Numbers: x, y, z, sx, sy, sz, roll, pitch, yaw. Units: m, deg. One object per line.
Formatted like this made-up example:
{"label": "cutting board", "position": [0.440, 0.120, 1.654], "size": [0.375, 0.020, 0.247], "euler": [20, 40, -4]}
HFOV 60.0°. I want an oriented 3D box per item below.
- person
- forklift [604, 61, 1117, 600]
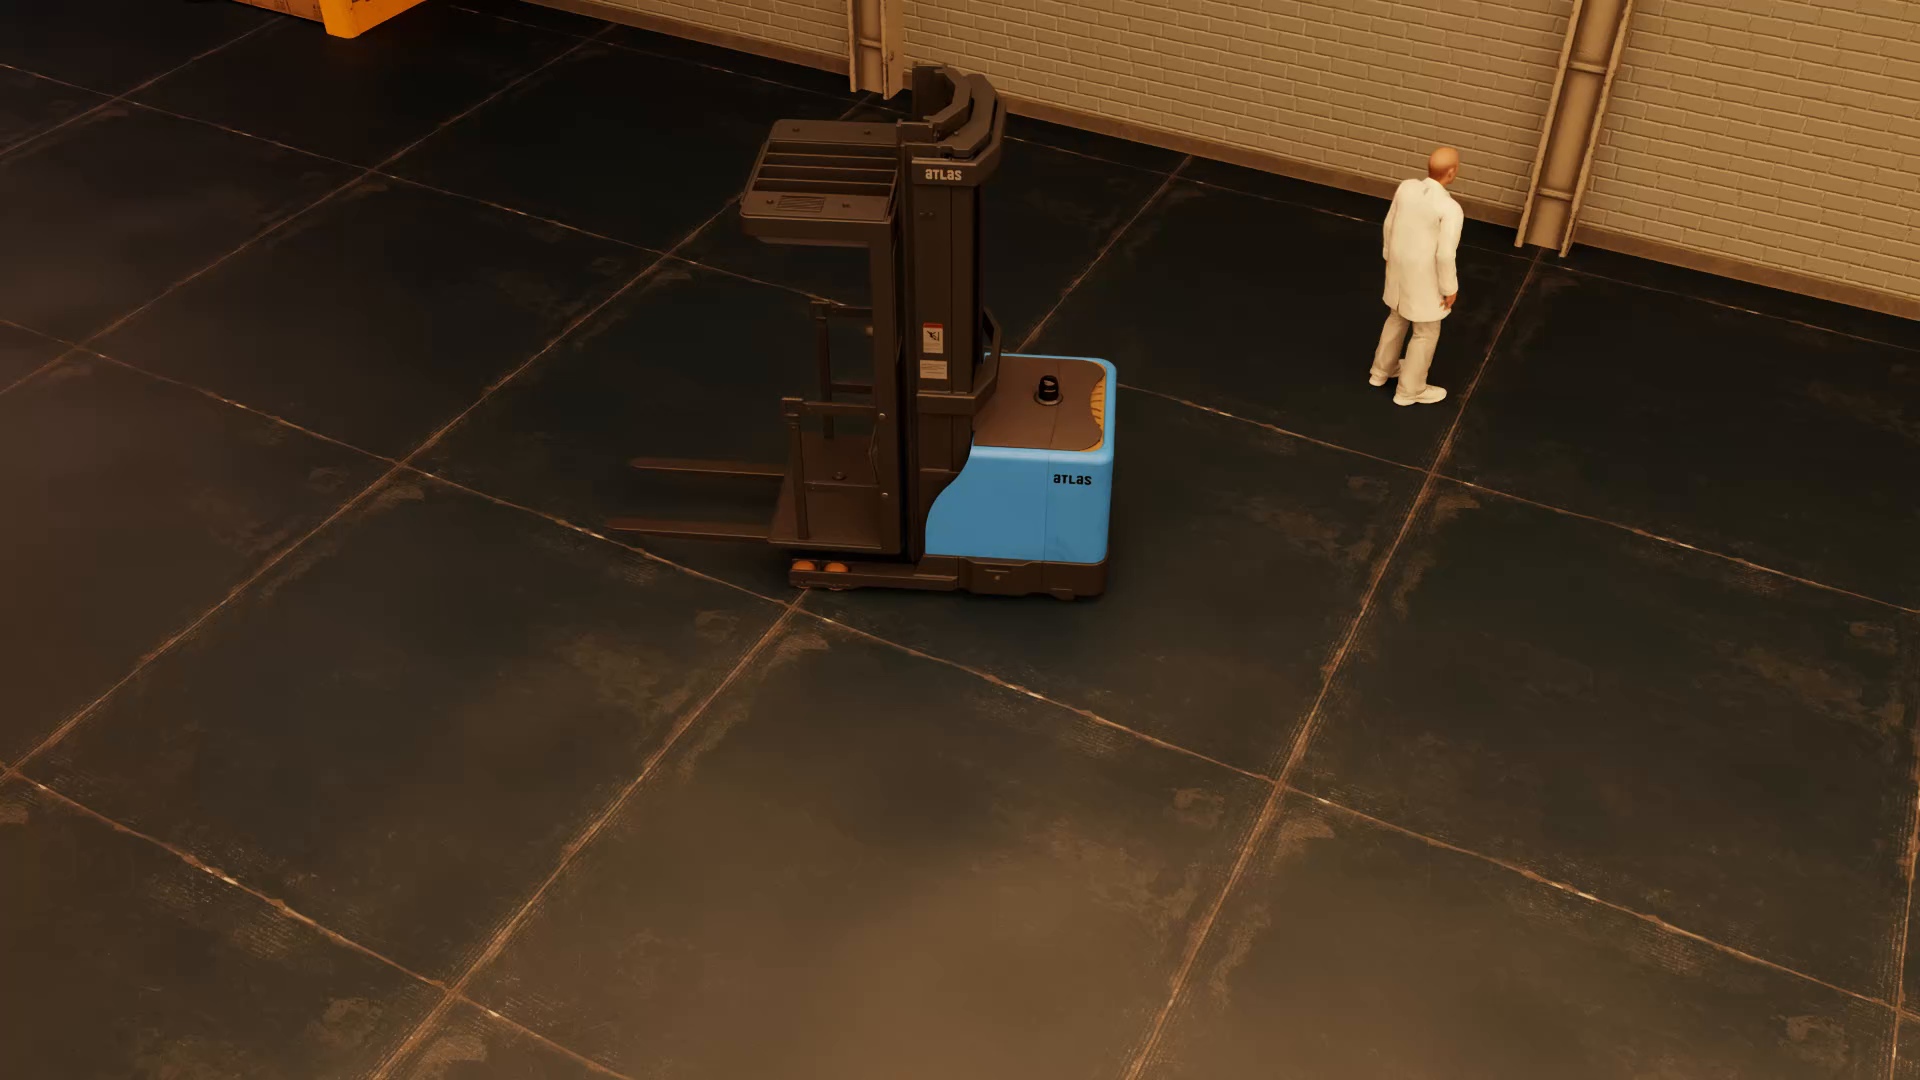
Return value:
{"label": "person", "position": [3.027, -1.750, 10.964], "size": [0.436, 1.772, 0.647], "euler": [-21, 44, -23]}
{"label": "forklift", "position": [-0.606, -1.157, 9.360], "size": [3.031, 2.935, 1.130], "euler": [3, 40, 4]}
